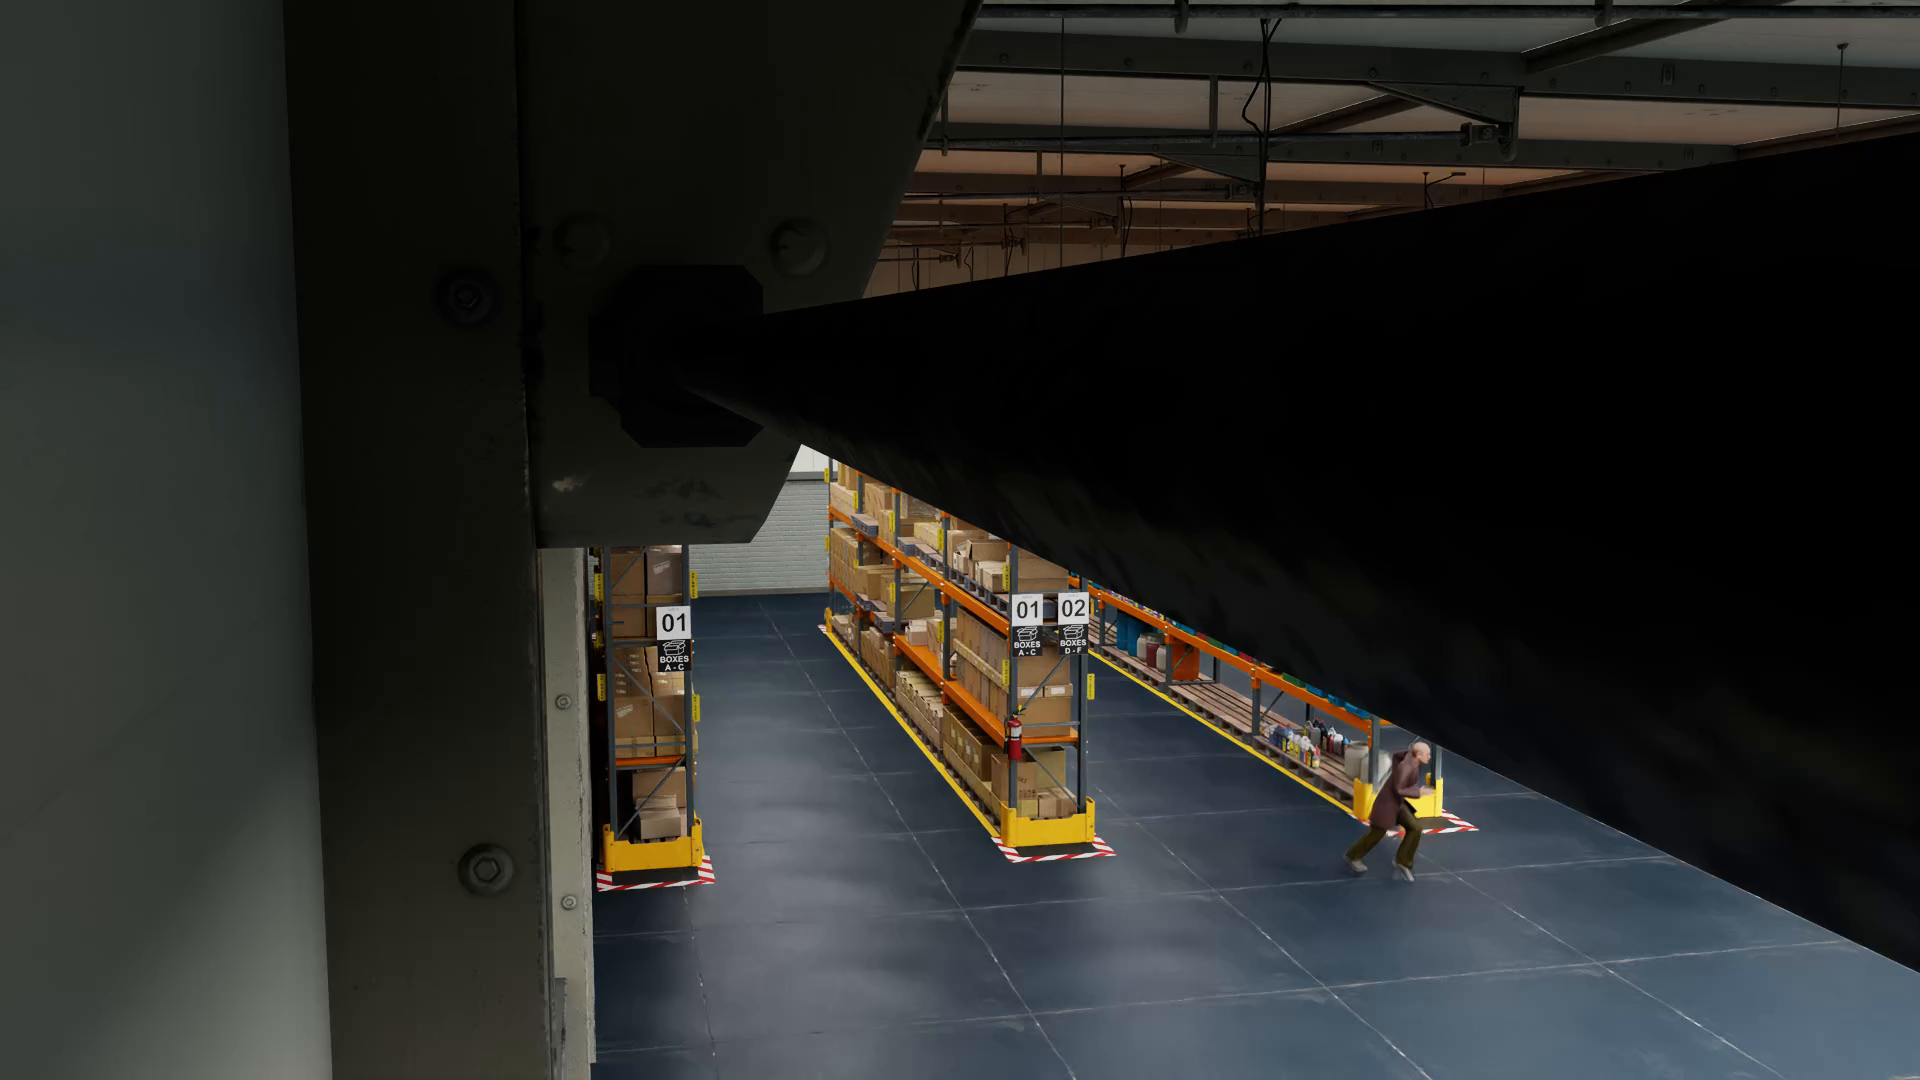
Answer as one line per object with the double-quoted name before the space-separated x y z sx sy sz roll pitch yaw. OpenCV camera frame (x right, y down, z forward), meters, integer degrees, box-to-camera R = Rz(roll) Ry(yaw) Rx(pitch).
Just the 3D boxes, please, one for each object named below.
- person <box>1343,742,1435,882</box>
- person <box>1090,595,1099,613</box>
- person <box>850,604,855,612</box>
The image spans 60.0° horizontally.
"person" 5.085 3.200 19.693 1.072 1.729 0.752 4 8 28
"person" 3.098 0.944 38.761 0.586 1.626 0.663 1 7 10
"person" -2.178 1.010 37.620 0.563 1.754 0.694 0 7 2
